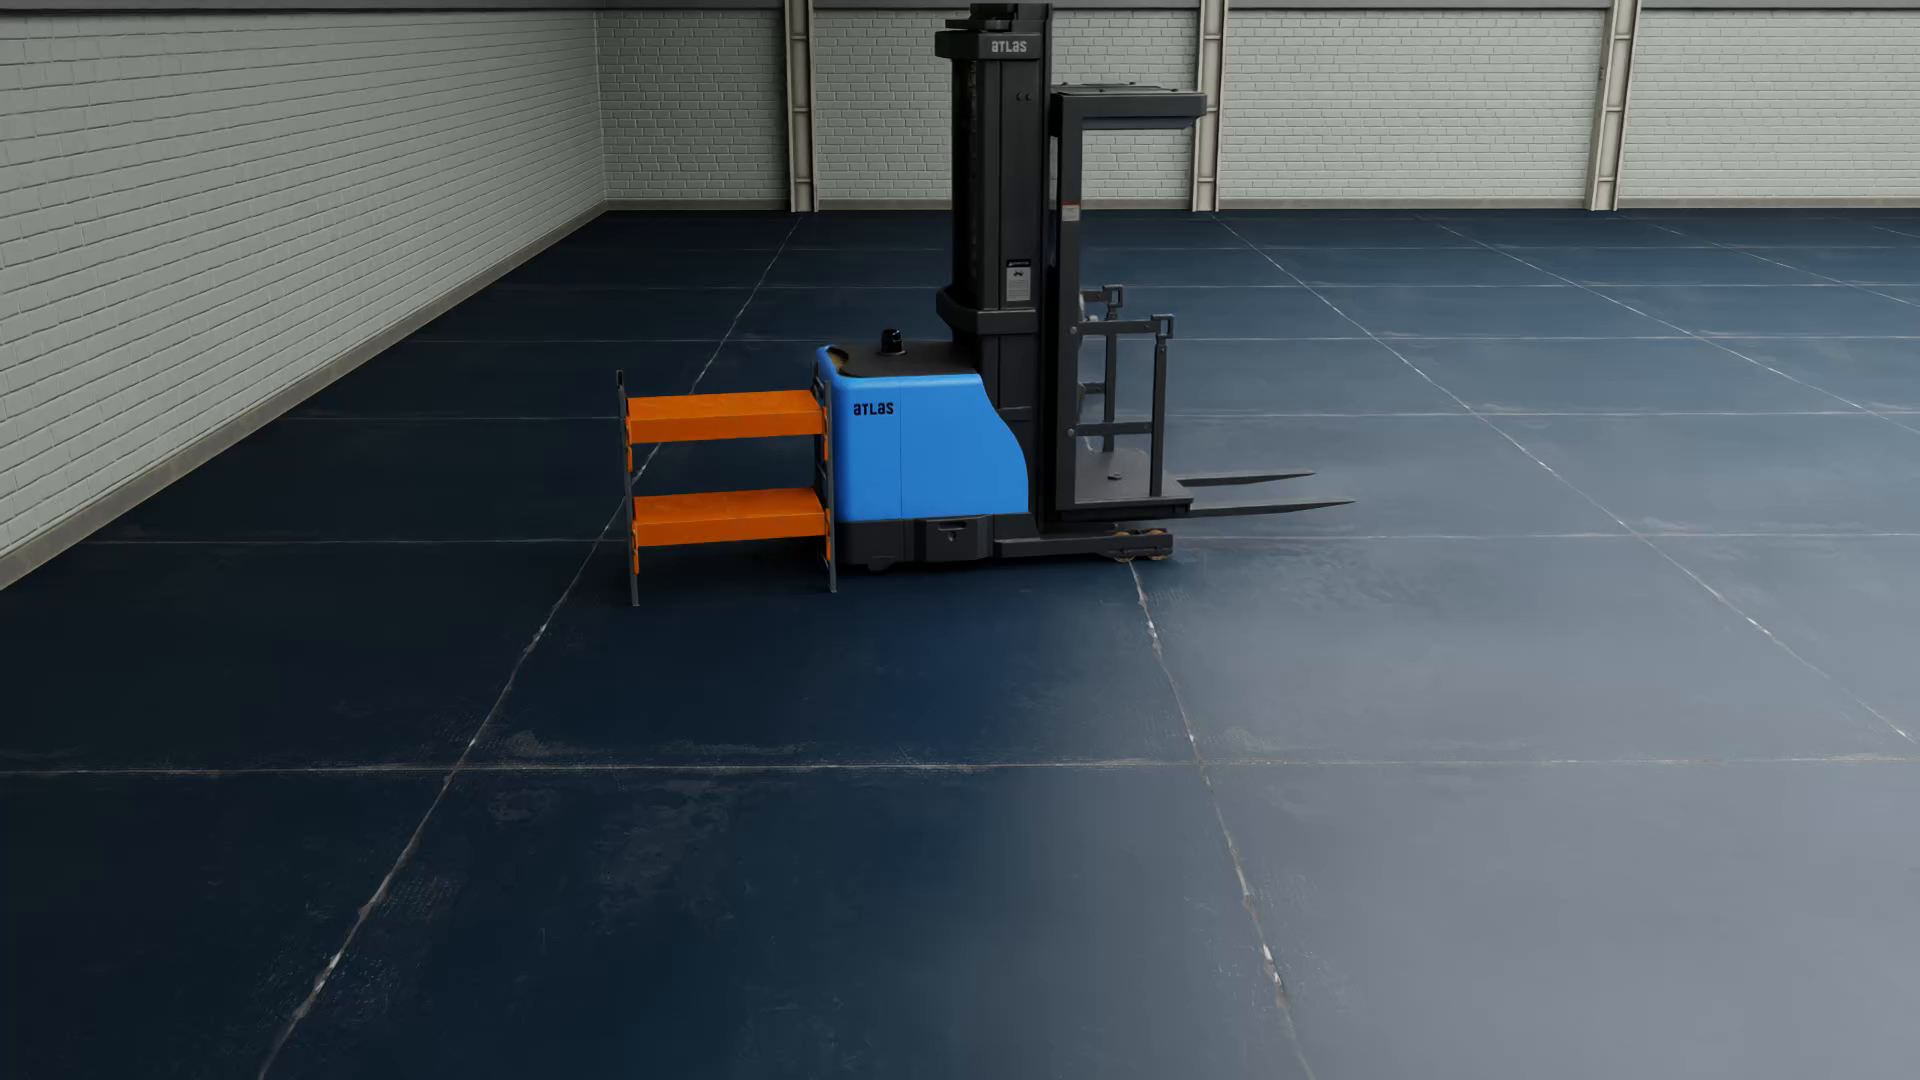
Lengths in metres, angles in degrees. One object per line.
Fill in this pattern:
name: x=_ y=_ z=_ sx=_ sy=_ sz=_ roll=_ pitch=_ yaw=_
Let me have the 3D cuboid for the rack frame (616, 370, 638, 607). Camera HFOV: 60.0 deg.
rack frame: x=-1.711 y=-0.270 z=8.547 sx=0.032 sy=1.125 sz=0.500 roll=-4 pitch=18 yaw=-12

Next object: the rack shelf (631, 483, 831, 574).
rack shelf: x=-1.214 y=-0.070 z=8.724 sx=1.000 sy=0.278 sz=0.538 roll=-4 pitch=18 yaw=-12

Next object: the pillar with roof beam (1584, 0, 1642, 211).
pillar with roof beam: x=9.739 y=-7.968 z=19.654 sx=0.400 sy=9.000 sz=9.100 roll=0 pitch=18 yaw=-1

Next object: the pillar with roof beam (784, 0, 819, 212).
pillar with roof beam: x=-2.259 y=-7.910 z=19.473 sx=0.400 sy=9.000 sz=9.100 roll=0 pitch=18 yaw=-1

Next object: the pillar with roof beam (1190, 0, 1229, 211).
pillar with roof beam: x=3.740 y=-7.939 z=19.563 sx=0.400 sy=9.000 sz=9.100 roll=0 pitch=18 yaw=-1

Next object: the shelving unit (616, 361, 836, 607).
shelving unit: x=-1.214 y=-0.303 z=8.650 sx=1.048 sy=1.125 sz=0.538 roll=-4 pitch=18 yaw=-12

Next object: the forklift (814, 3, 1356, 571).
forklift: x=0.723 y=-1.427 z=9.199 sx=3.031 sy=2.935 sz=1.130 roll=-3 pitch=18 yaw=-10

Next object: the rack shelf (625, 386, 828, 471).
rack shelf: x=-1.214 y=-0.581 z=8.560 sx=1.000 sy=0.278 sz=0.538 roll=-4 pitch=18 yaw=-12

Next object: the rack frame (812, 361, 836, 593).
rack frame: x=-0.717 y=-0.336 z=8.753 sx=0.032 sy=1.125 sz=0.500 roll=-4 pitch=18 yaw=-12
